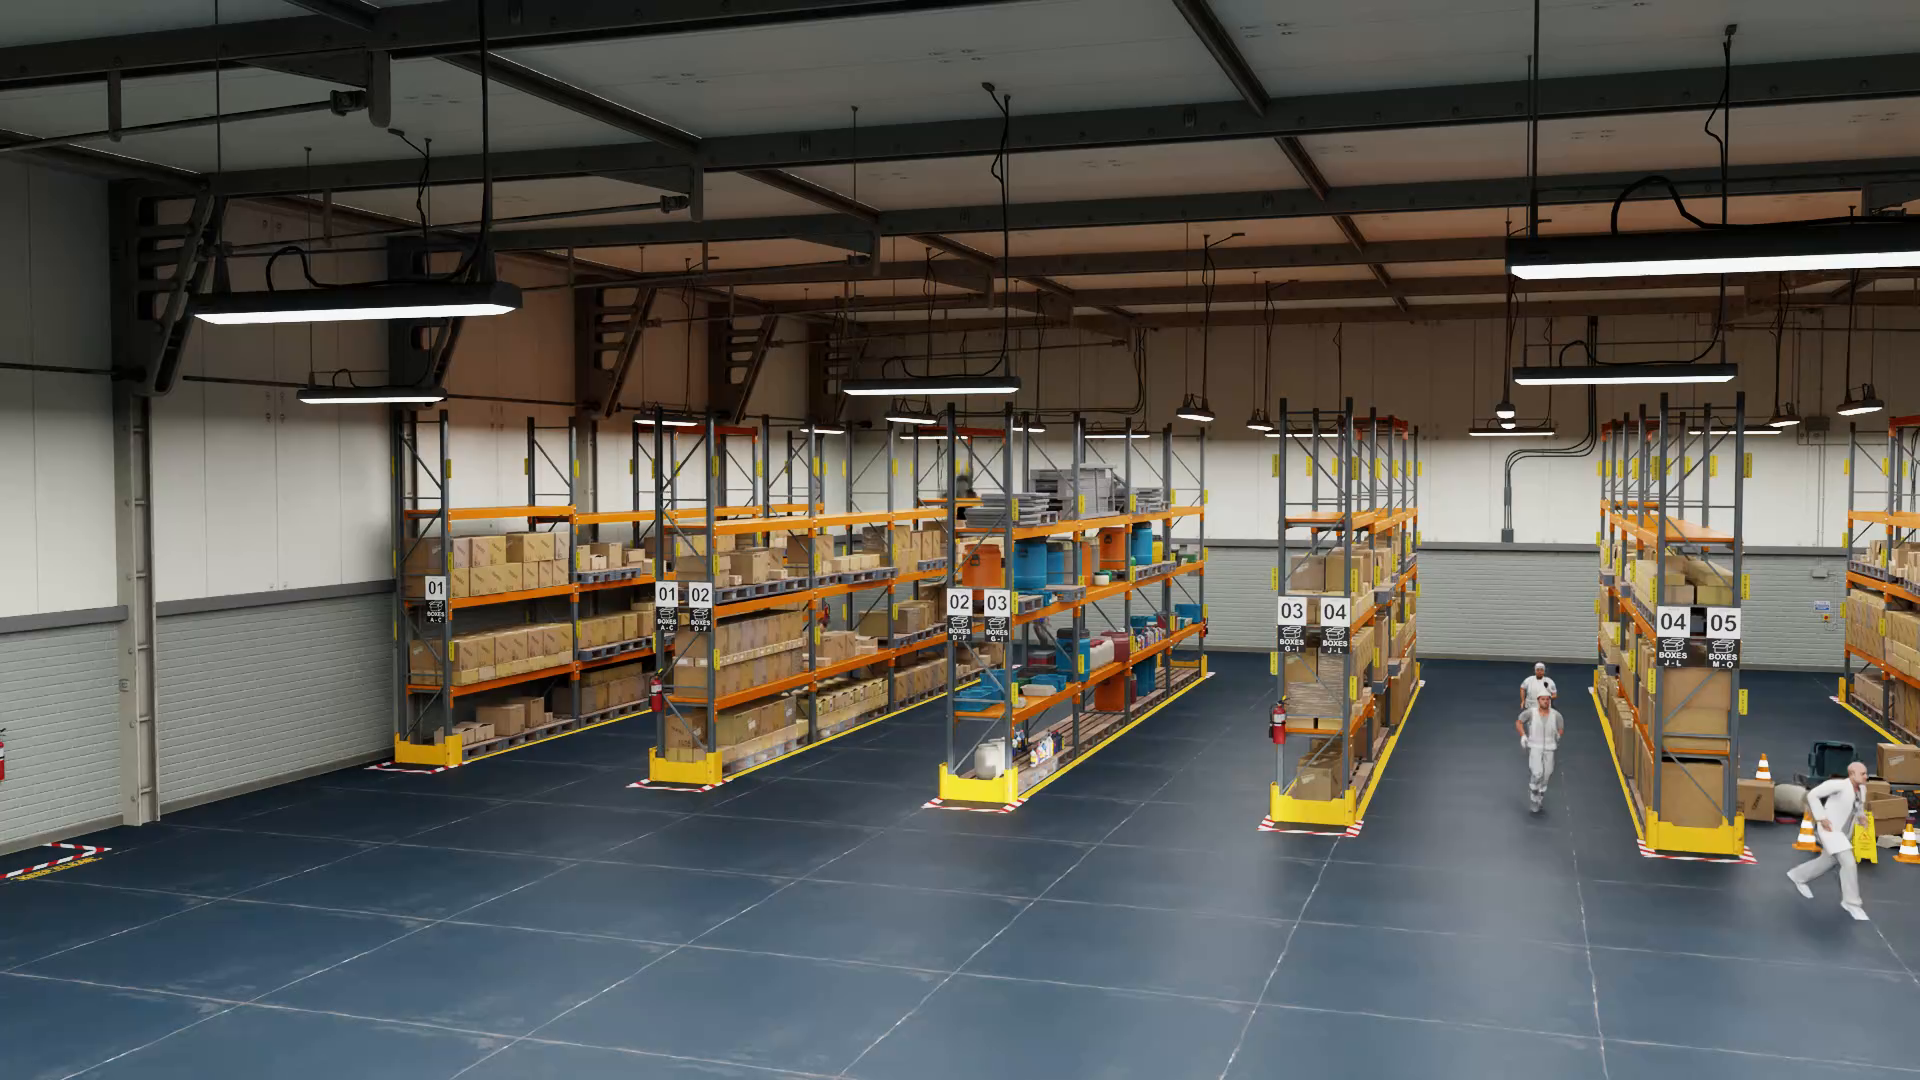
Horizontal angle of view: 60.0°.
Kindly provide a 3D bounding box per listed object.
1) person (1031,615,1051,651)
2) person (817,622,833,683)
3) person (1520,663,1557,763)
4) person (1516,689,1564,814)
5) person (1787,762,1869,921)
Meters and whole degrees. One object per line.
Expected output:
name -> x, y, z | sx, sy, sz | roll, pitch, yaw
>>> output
person -> 2.015, 2.161, 41.672 | 0.598, 1.573, 0.533 | -1, 2, -12
person -> -3.008, 2.616, 36.393 | 0.586, 1.663, 0.760 | 1, 3, 22
person -> 9.888, 2.953, 28.426 | 0.582, 1.726, 0.768 | 1, 3, 14
person -> 8.471, 3.078, 24.197 | 0.631, 1.806, 0.724 | 0, 2, 5
person -> 9.836, 3.356, 18.842 | 0.725, 1.792, 1.048 | -1, 3, -24
